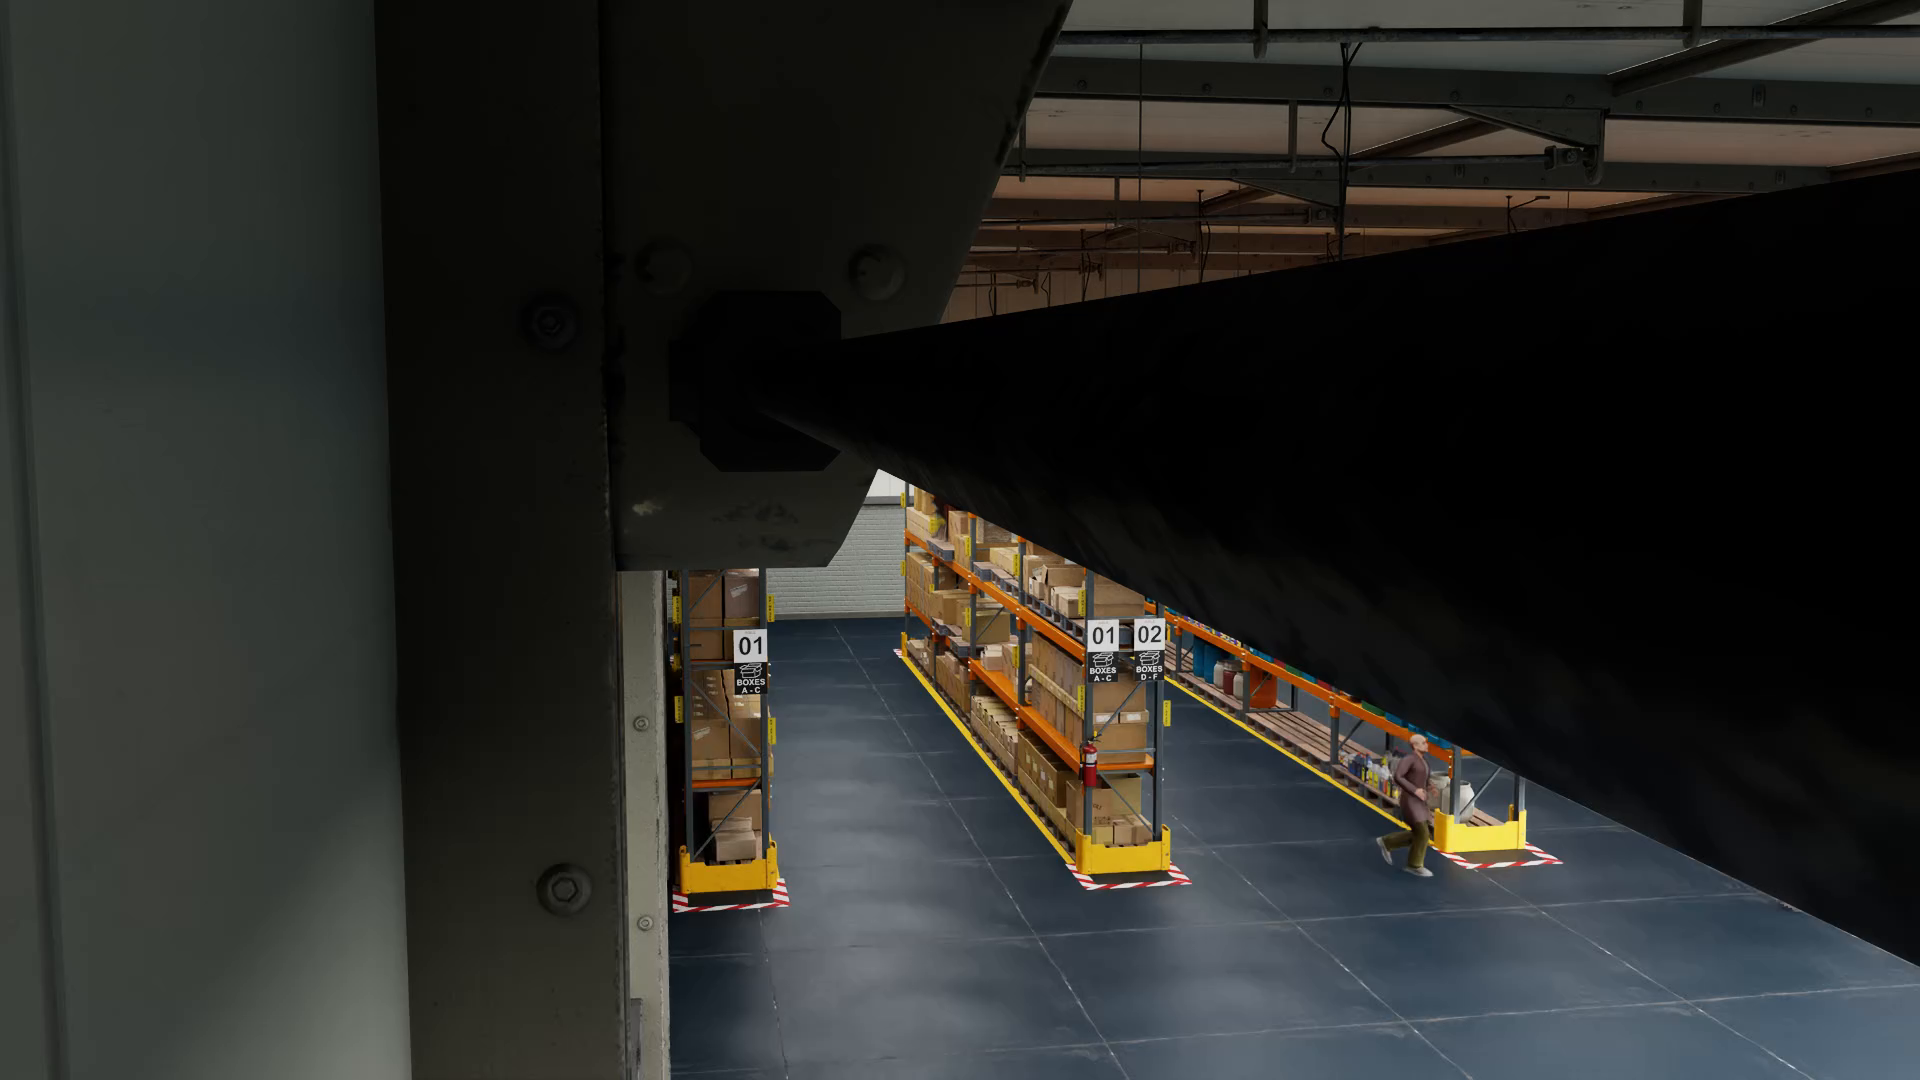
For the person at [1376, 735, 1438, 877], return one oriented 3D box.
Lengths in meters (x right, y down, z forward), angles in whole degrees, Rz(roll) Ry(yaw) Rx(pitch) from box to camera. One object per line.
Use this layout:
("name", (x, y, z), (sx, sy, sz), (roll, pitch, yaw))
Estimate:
("person", (5.678, 3.315, 20.989), (0.788, 1.744, 0.762), (4, 7, 36))
